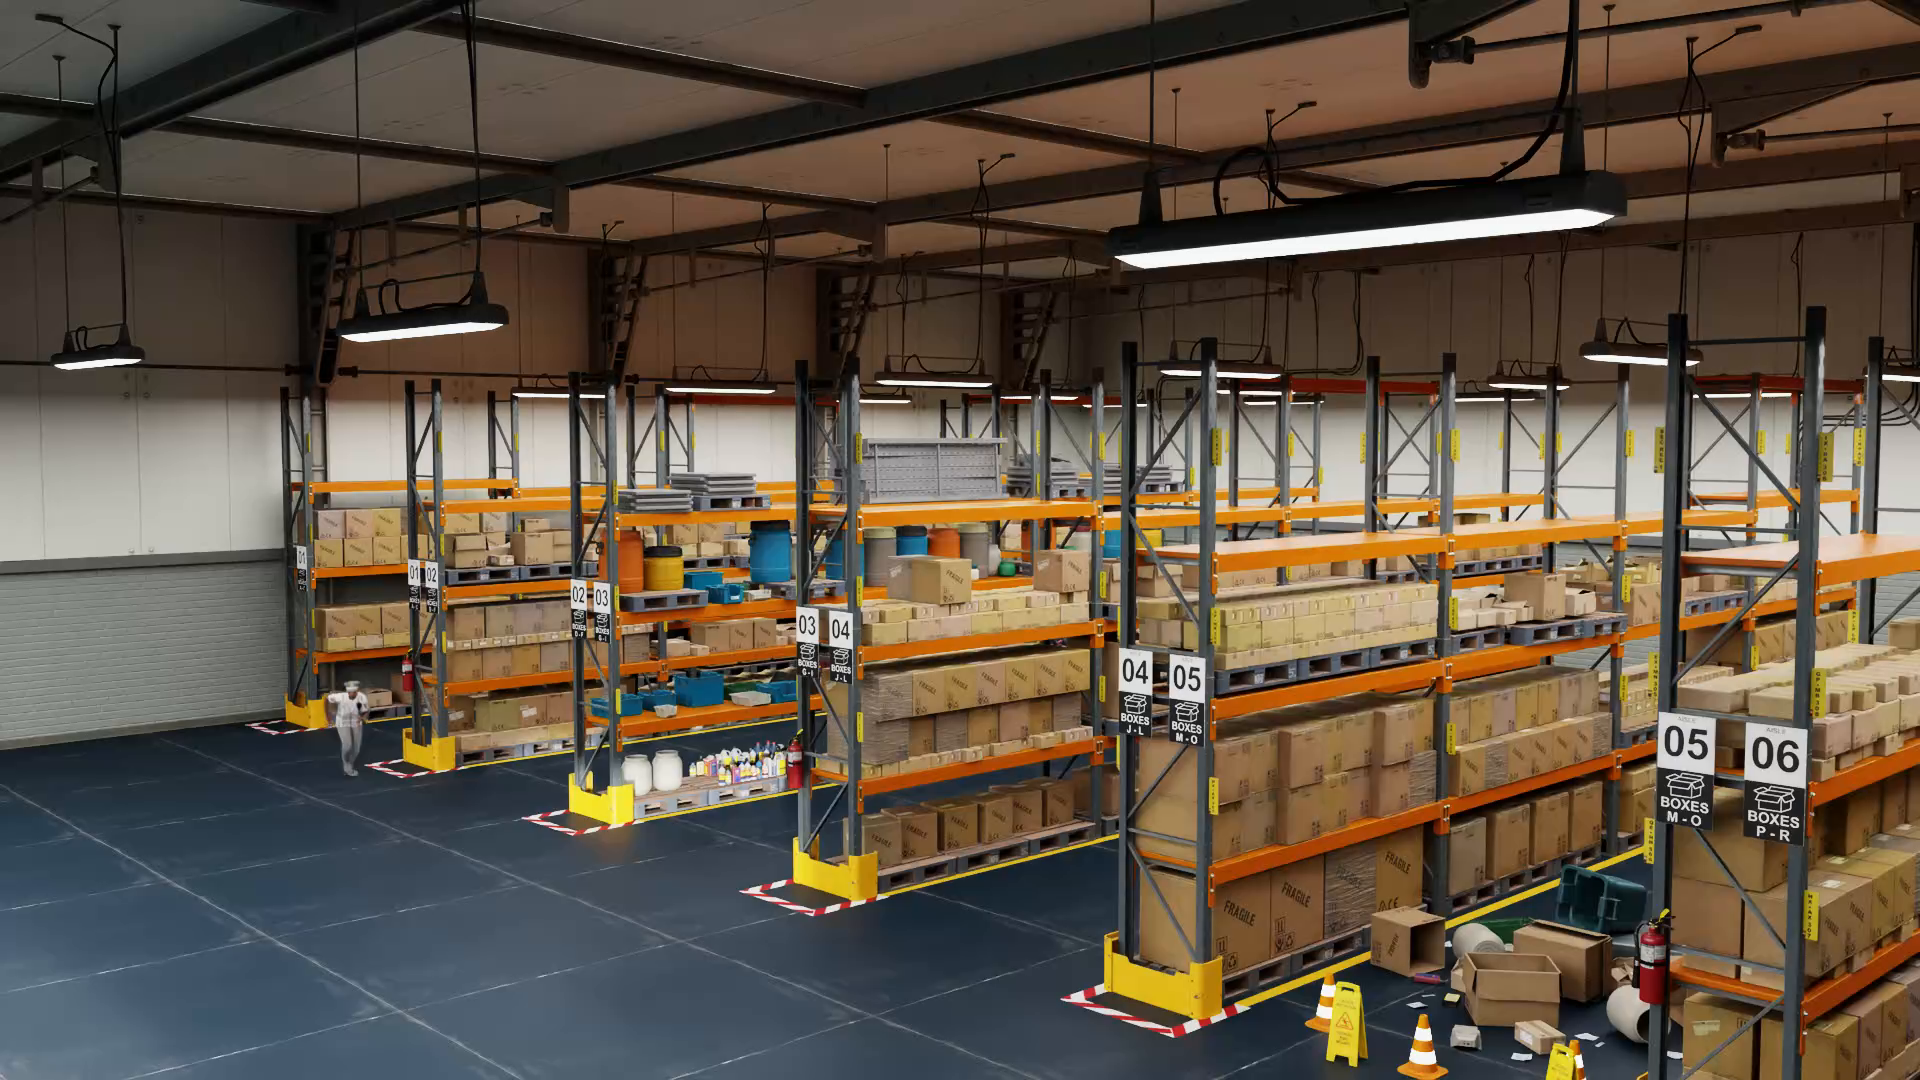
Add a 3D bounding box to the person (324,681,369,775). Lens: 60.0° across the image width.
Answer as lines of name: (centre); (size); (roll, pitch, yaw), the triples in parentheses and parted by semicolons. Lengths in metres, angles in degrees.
person: (-9.173, 2.827, 24.883); (0.604, 1.491, 0.869); (-2, 4, -29)
